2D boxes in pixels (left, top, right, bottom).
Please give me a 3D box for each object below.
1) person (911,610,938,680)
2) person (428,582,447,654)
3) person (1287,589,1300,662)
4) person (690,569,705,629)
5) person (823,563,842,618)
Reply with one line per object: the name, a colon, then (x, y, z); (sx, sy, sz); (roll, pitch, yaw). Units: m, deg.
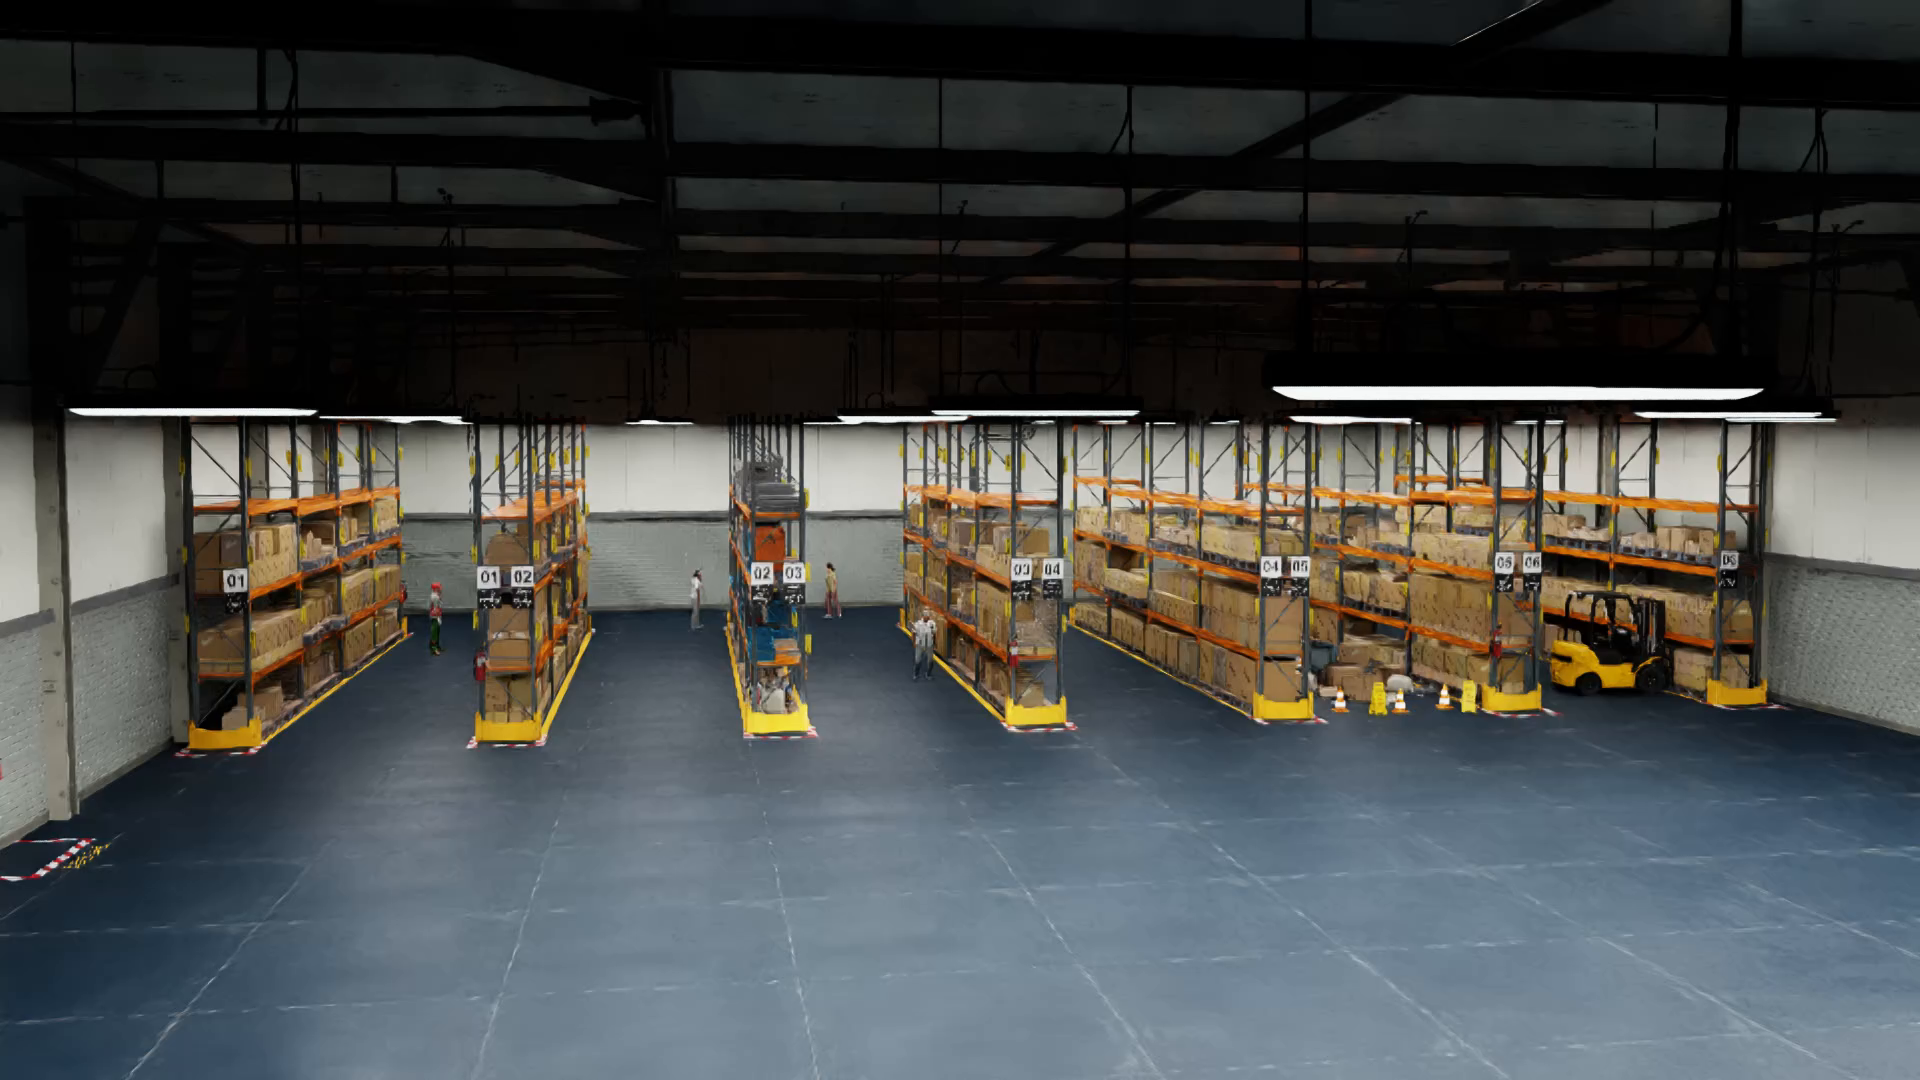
person: (-0.796, 2.372, 37.558); (0.618, 1.611, 0.570); (-1, 4, -10)
person: (-13.185, 1.954, 41.998); (0.468, 1.794, 0.625); (-2, 4, -27)
person: (8.018, 2.078, 40.446); (0.574, 1.764, 0.669); (1, 4, 18)
person: (-7.447, 1.658, 47.272); (0.444, 1.678, 0.552); (-1, 4, -21)
person: (-3.813, 1.503, 49.941); (0.613, 1.662, 0.500); (-4, 5, -43)
